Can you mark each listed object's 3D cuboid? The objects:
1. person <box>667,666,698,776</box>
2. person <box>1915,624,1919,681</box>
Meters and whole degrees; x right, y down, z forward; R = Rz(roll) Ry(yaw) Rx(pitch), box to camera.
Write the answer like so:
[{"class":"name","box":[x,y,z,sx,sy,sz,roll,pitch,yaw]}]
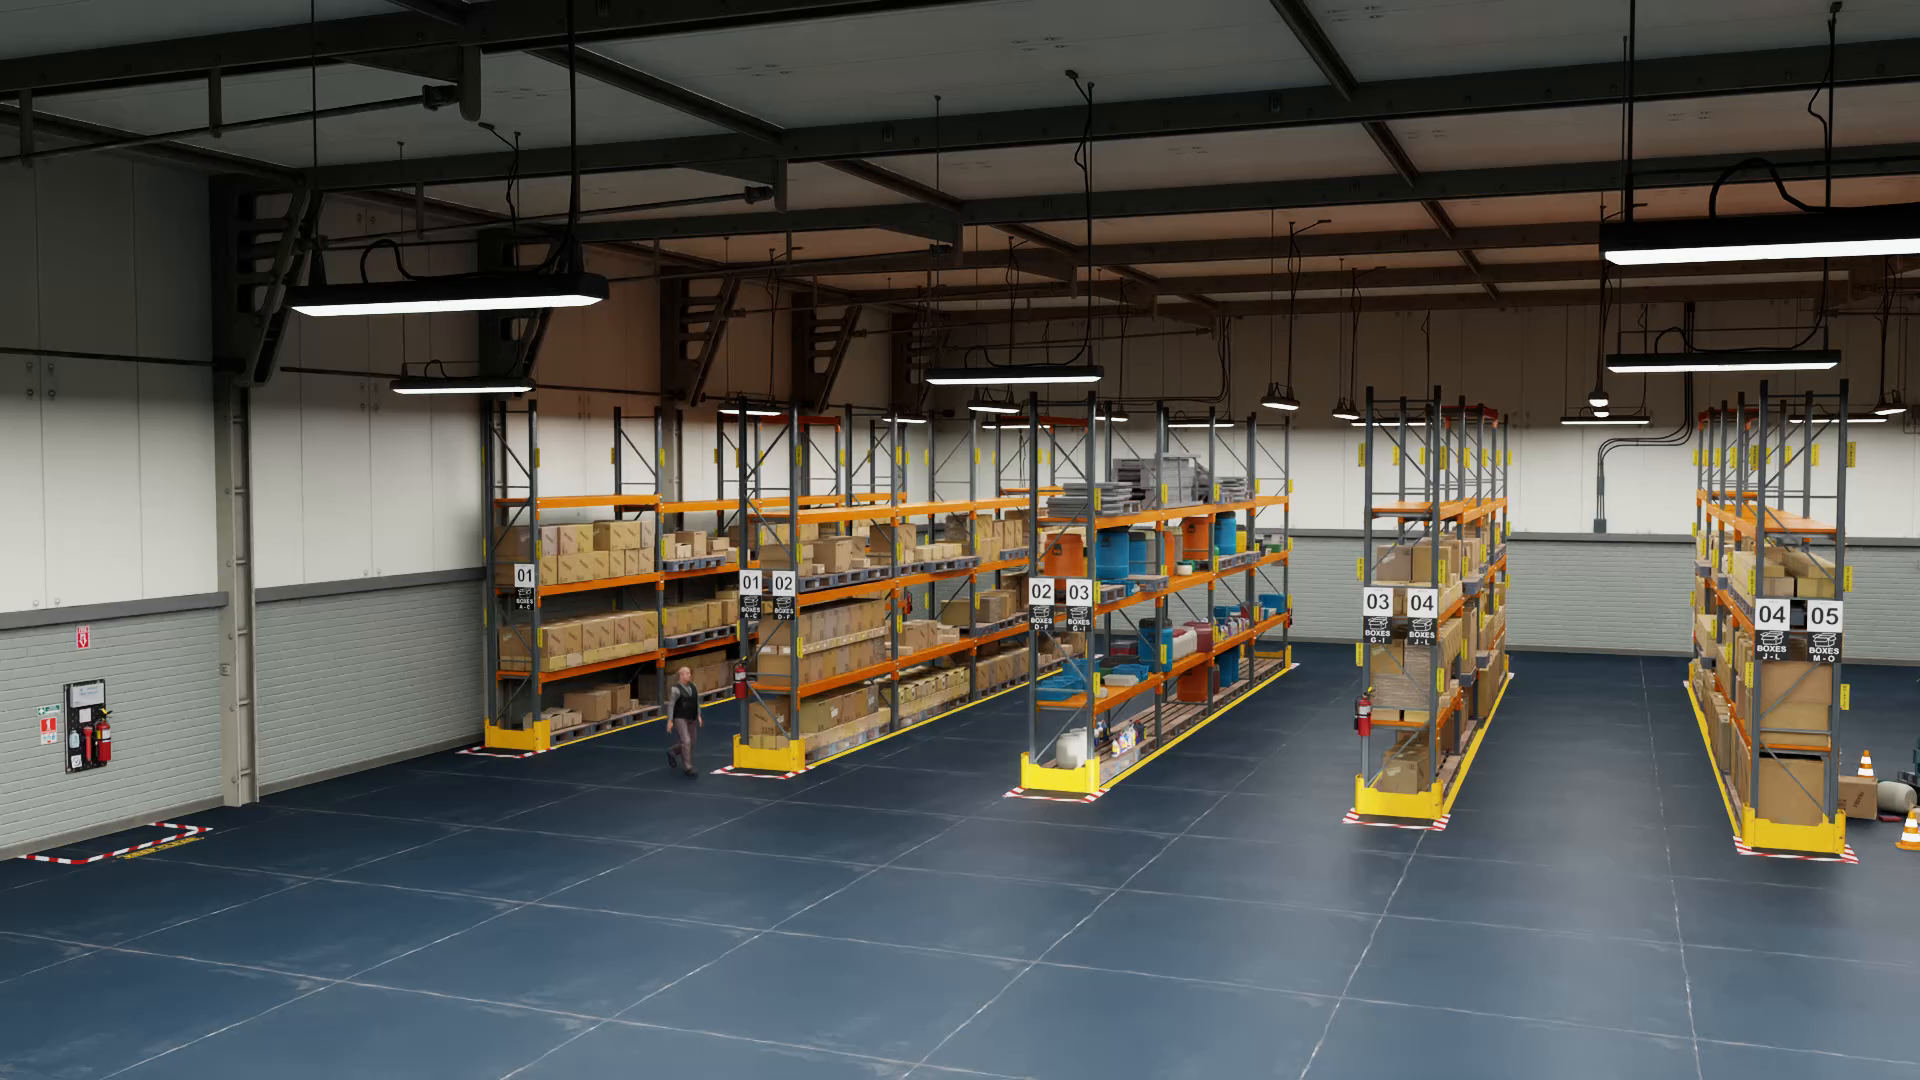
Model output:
[{"class":"person","box":[-4.373,2.844,26.370,0.793,1.700,0.605,2,3,31]},{"class":"person","box":[21.604,2.275,37.018,0.540,1.755,0.567,1,3,16]}]
